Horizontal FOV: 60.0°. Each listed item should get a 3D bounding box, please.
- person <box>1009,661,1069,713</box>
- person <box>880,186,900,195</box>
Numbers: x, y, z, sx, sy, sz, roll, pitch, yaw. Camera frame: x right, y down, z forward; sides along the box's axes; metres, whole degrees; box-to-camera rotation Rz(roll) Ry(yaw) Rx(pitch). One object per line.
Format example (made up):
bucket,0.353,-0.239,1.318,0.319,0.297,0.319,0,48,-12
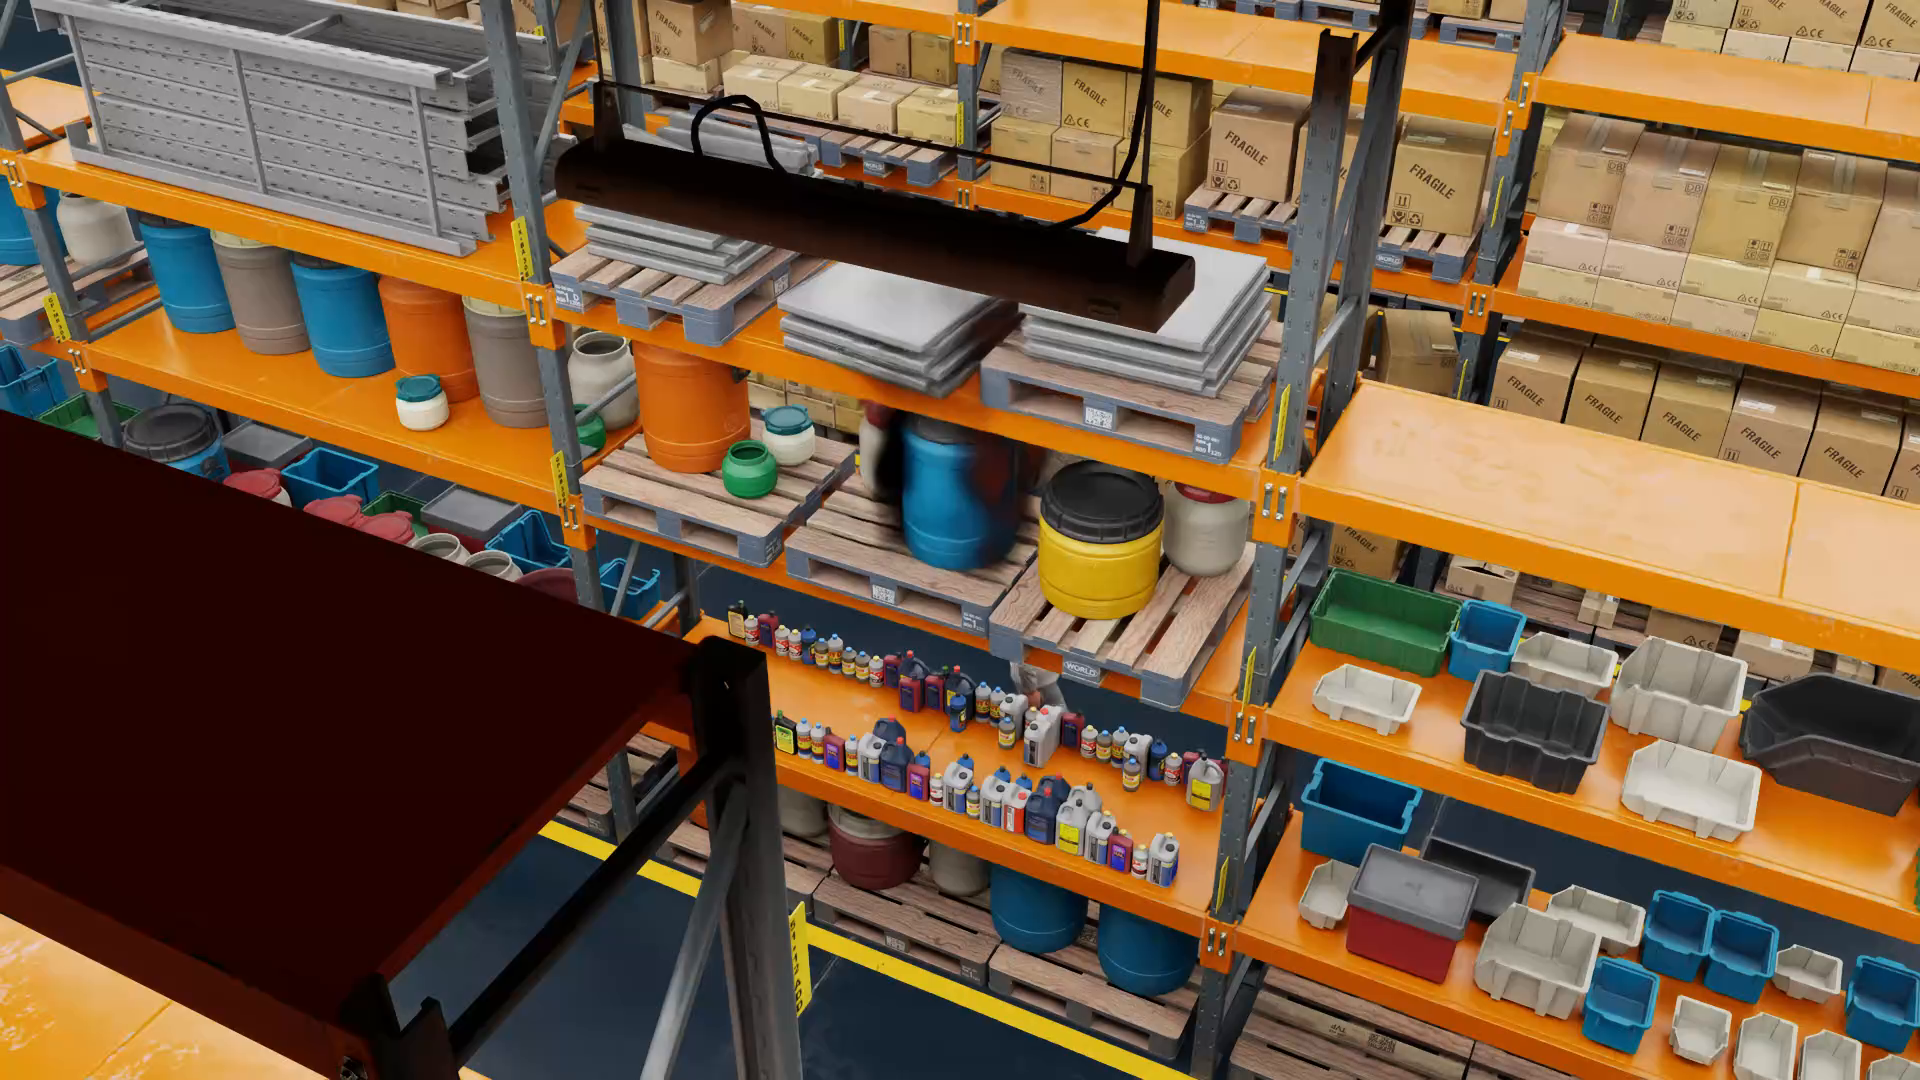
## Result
person,0.516,0.865,11.075,0.479,1.764,0.604,1,35,1
person,-0.726,-2.759,16.473,0.342,1.650,0.482,-25,42,-31
